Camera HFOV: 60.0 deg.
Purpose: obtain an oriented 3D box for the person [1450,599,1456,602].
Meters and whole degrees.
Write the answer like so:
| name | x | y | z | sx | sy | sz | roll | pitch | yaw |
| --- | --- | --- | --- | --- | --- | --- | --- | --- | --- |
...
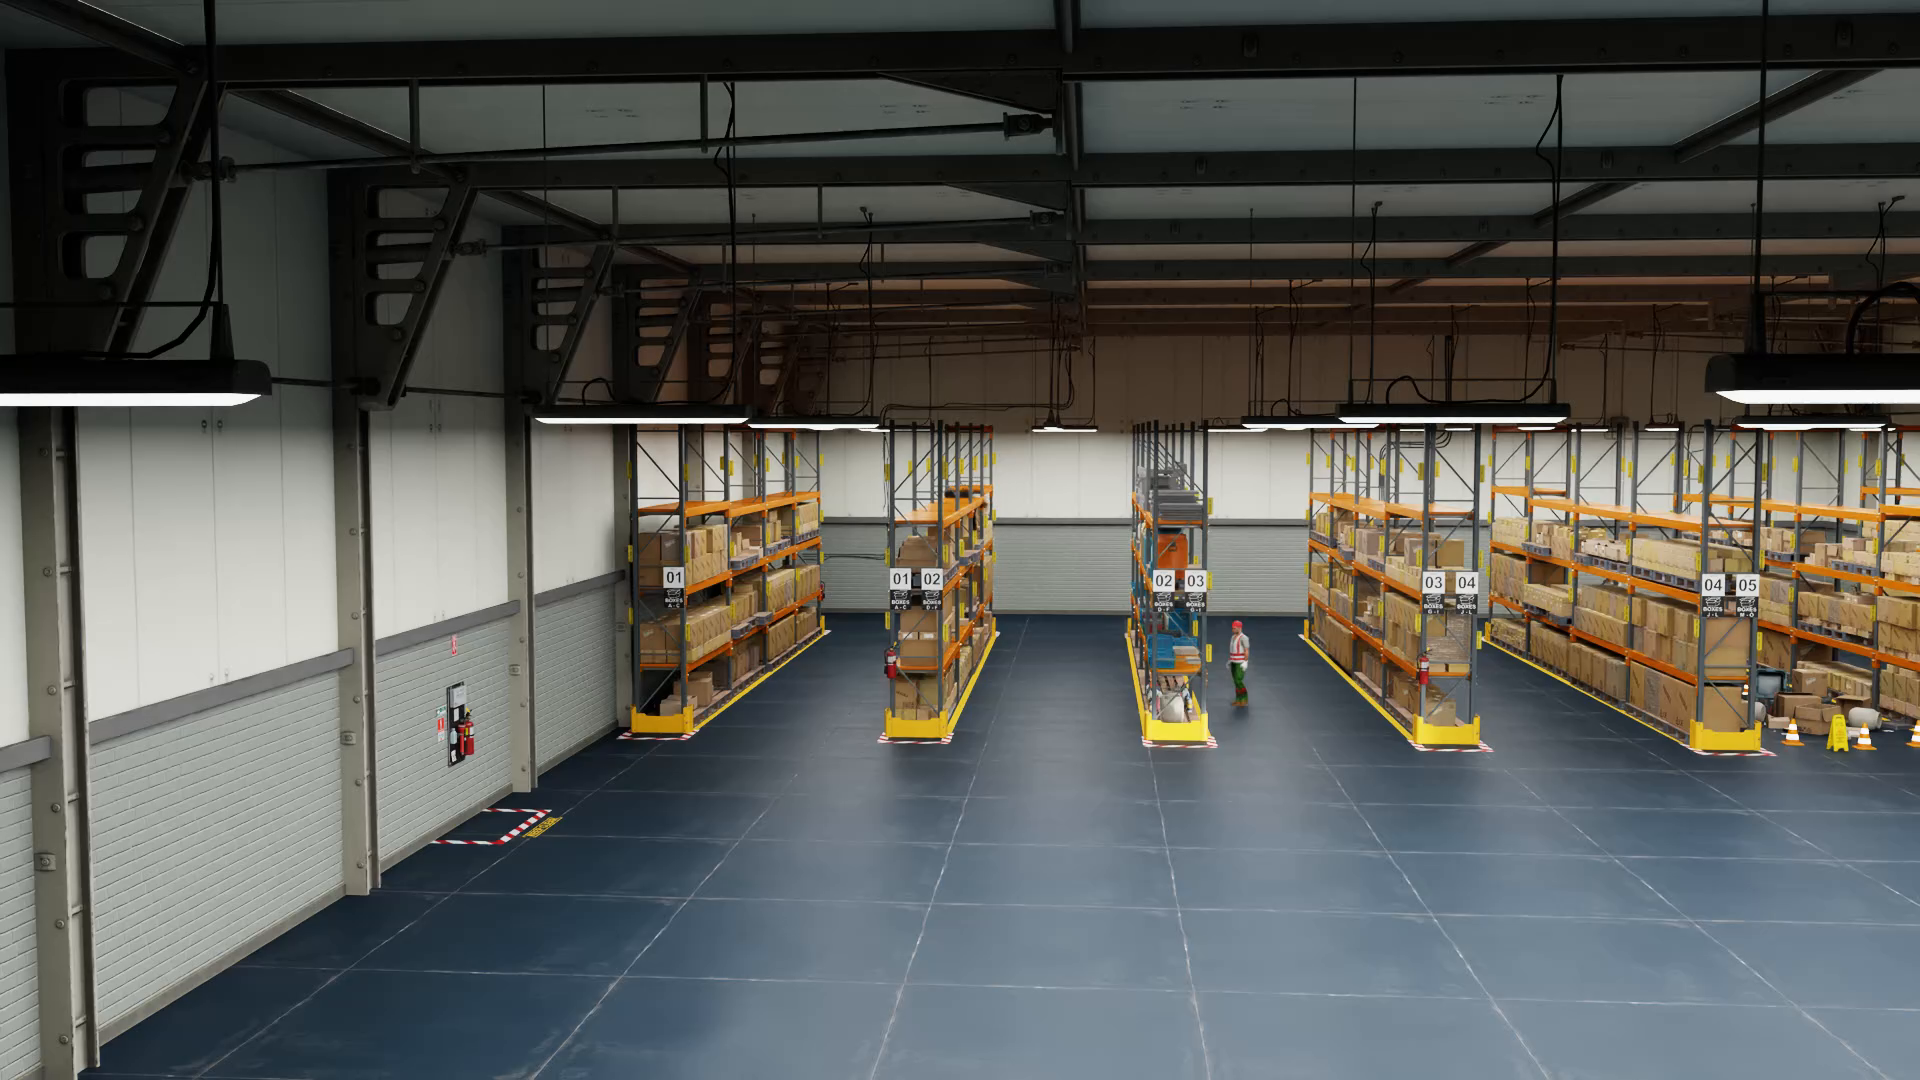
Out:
| name | x | y | z | sx | sy | sz | roll | pitch | yaw |
| --- | --- | --- | --- | --- | --- | --- | --- | --- | --- |
| person | 13.278 | 2.071 | 44.741 | 0.613 | 1.618 | 1.048 | 0 | 4 | 7 |

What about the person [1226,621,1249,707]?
| name | x | y | z | sx | sy | sz | roll | pitch | yaw |
| --- | --- | --- | --- | --- | --- | --- | --- | --- | --- |
| person | 5.874 | 2.607 | 35.082 | 0.370 | 1.802 | 0.582 | -2 | 4 | -25 |

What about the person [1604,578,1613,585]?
| name | x | y | z | sx | sy | sz | roll | pitch | yaw |
| --- | --- | --- | --- | --- | --- | --- | --- | --- | --- |
| person | 18.815 | 1.802 | 48.106 | 0.856 | 1.739 | 0.564 | 0 | 4 | -1 |
